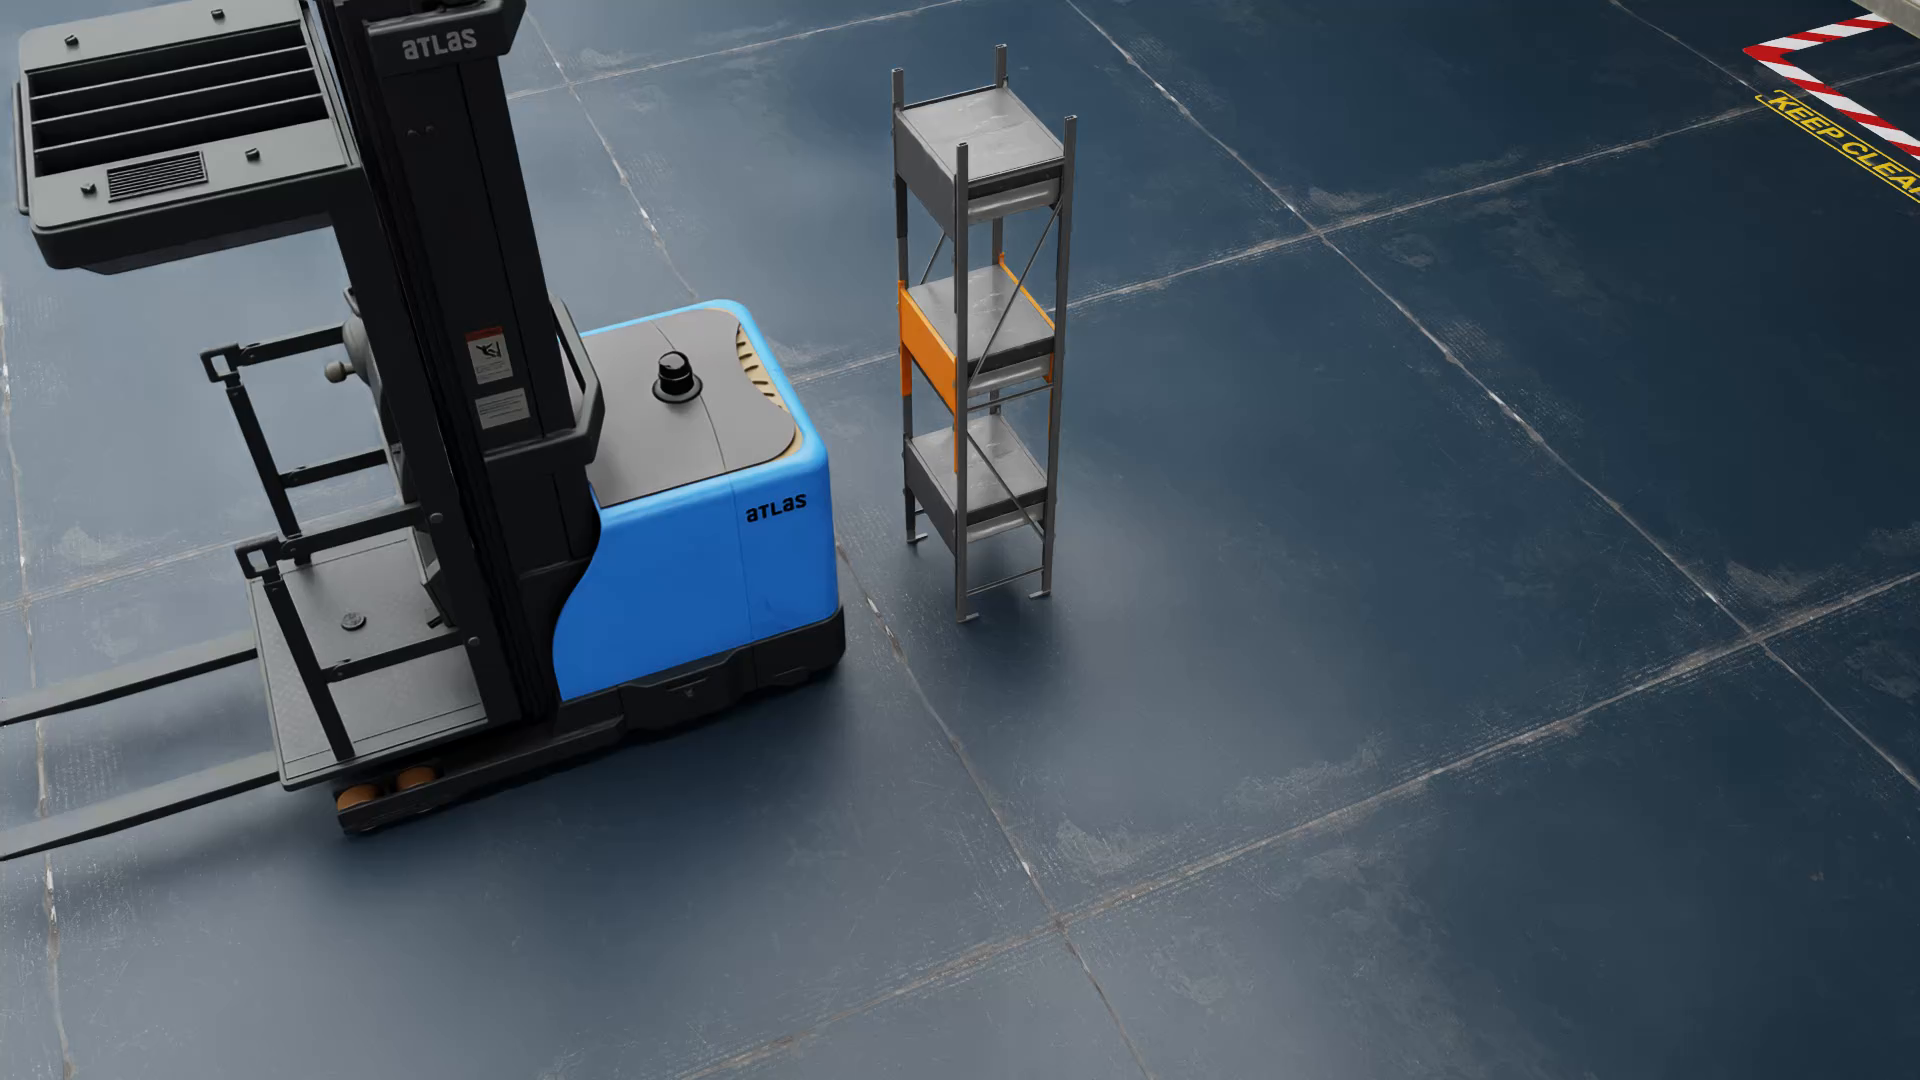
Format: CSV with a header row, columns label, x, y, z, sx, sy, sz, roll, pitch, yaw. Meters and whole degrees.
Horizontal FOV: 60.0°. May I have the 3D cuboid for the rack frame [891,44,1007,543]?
label,x,y,z,sx,sy,sz,roll,pitch,yaw
rack frame,-0.033,-0.797,6.063,0.400,2.100,0.015,-18,47,-17

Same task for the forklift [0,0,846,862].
label,x,y,z,sx,sy,sz,roll,pitch,yaw
forklift,-1.992,-0.465,5.135,3.031,2.935,1.130,-17,47,-17

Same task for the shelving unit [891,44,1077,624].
label,x,y,z,sx,sy,sz,roll,pitch,yaw
shelving unit,0.070,-0.642,5.906,0.431,2.100,0.503,-18,47,-17

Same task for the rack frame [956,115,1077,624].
label,x,y,z,sx,sy,sz,roll,pitch,yaw
rack frame,0.172,-0.486,5.748,0.400,2.100,0.015,-18,47,-17

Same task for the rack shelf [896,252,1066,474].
label,x,y,z,sx,sy,sz,roll,pitch,yaw
rack shelf,0.070,-0.632,5.915,0.431,0.518,0.480,-18,47,-17

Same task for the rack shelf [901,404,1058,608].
label,x,y,z,sx,sy,sz,roll,pitch,yaw
rack shelf,0.070,-0.134,6.407,0.431,0.518,0.480,-18,47,-17

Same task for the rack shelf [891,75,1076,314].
label,x,y,z,sx,sy,sz,roll,pitch,yaw
rack shelf,0.070,-1.130,5.424,0.431,0.518,0.480,-18,47,-17
